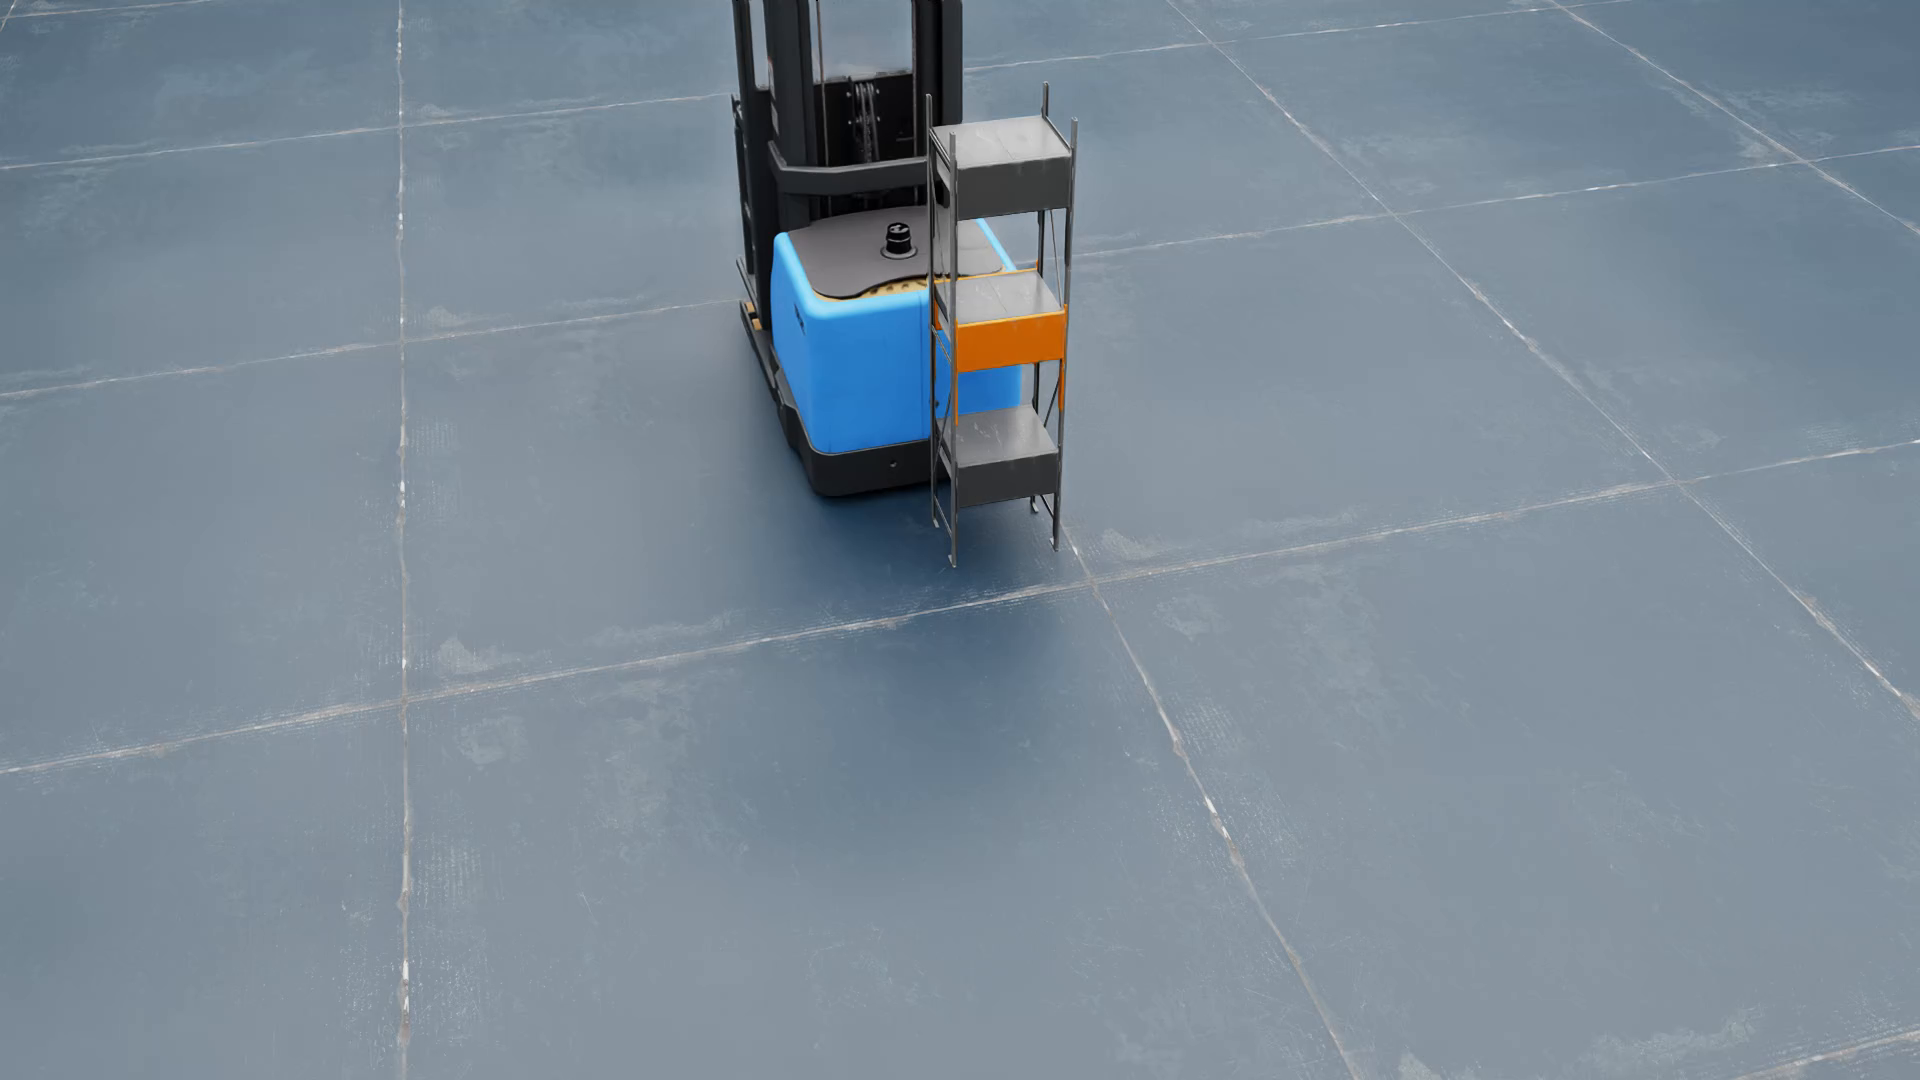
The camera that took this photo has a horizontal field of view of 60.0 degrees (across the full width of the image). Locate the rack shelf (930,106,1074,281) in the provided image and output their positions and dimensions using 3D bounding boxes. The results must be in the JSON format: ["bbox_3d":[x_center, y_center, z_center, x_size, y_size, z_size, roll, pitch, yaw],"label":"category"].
[{"bbox_3d":[0.160,-1.405,6.729,0.480,0.518,0.431,-9,38,-12],"label":"rack shelf"}]

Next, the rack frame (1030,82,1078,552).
[{"bbox_3d":[0.395,-0.899,7.197,0.015,2.100,0.400,-9,38,-12],"label":"rack frame"}]

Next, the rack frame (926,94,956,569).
[{"bbox_3d":[-0.076,-0.822,7.096,0.015,2.100,0.400,-9,38,-12],"label":"rack frame"}]

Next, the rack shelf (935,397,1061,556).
[{"bbox_3d":[0.160,-0.293,7.580,0.480,0.518,0.431,-9,38,-12],"label":"rack shelf"}]

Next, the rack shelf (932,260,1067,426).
[{"bbox_3d":[0.160,-0.849,7.155,0.480,0.518,0.431,-9,38,-12],"label":"rack shelf"}]

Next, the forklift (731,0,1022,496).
[{"bbox_3d":[-0.592,-2.270,8.305,1.130,2.935,3.031,-10,39,-13],"label":"forklift"}]

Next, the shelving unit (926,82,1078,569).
[{"bbox_3d":[0.160,-0.860,7.146,0.503,2.100,0.431,-9,38,-12],"label":"shelving unit"}]
